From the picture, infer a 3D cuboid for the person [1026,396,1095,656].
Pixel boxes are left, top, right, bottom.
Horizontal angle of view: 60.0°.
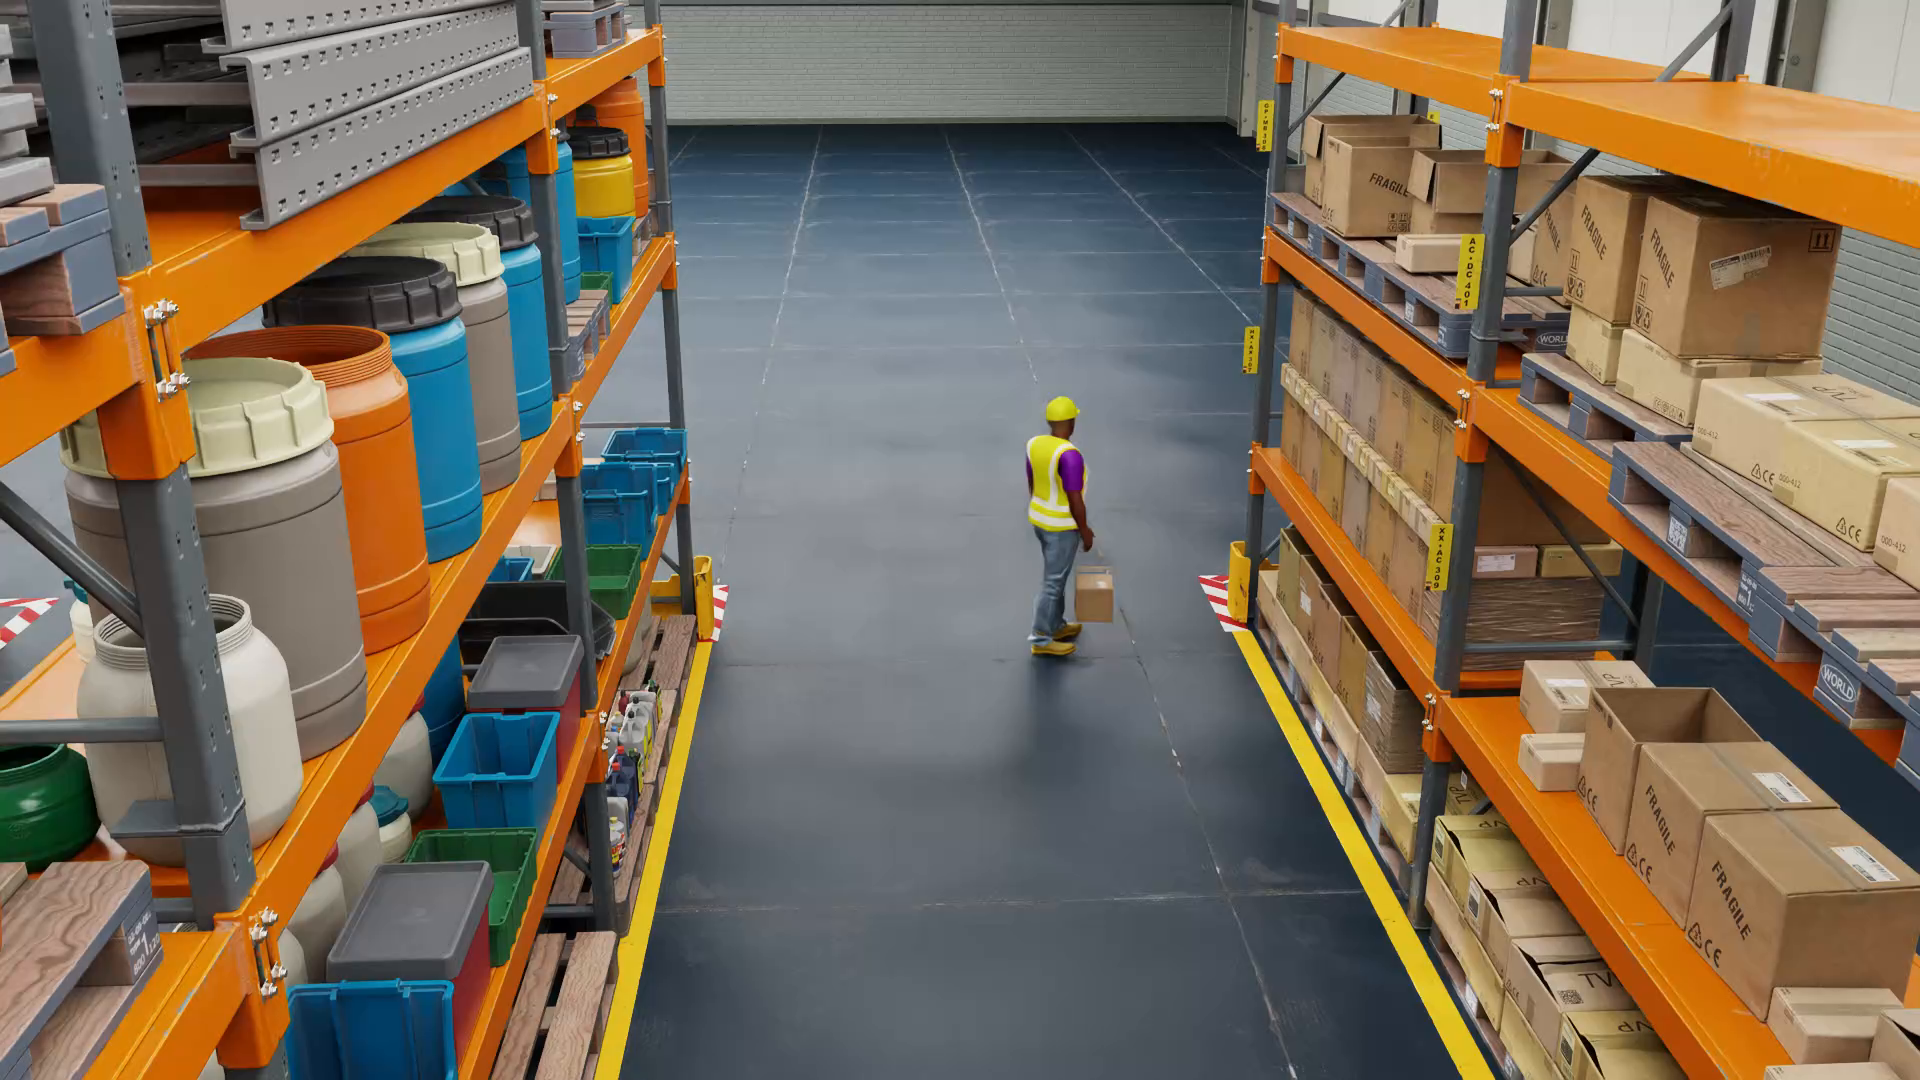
[{"bbox_3d":[0.677,-0.107,11.328,0.547,1.766,0.574,-10,22,-25],"label":"person"}]
